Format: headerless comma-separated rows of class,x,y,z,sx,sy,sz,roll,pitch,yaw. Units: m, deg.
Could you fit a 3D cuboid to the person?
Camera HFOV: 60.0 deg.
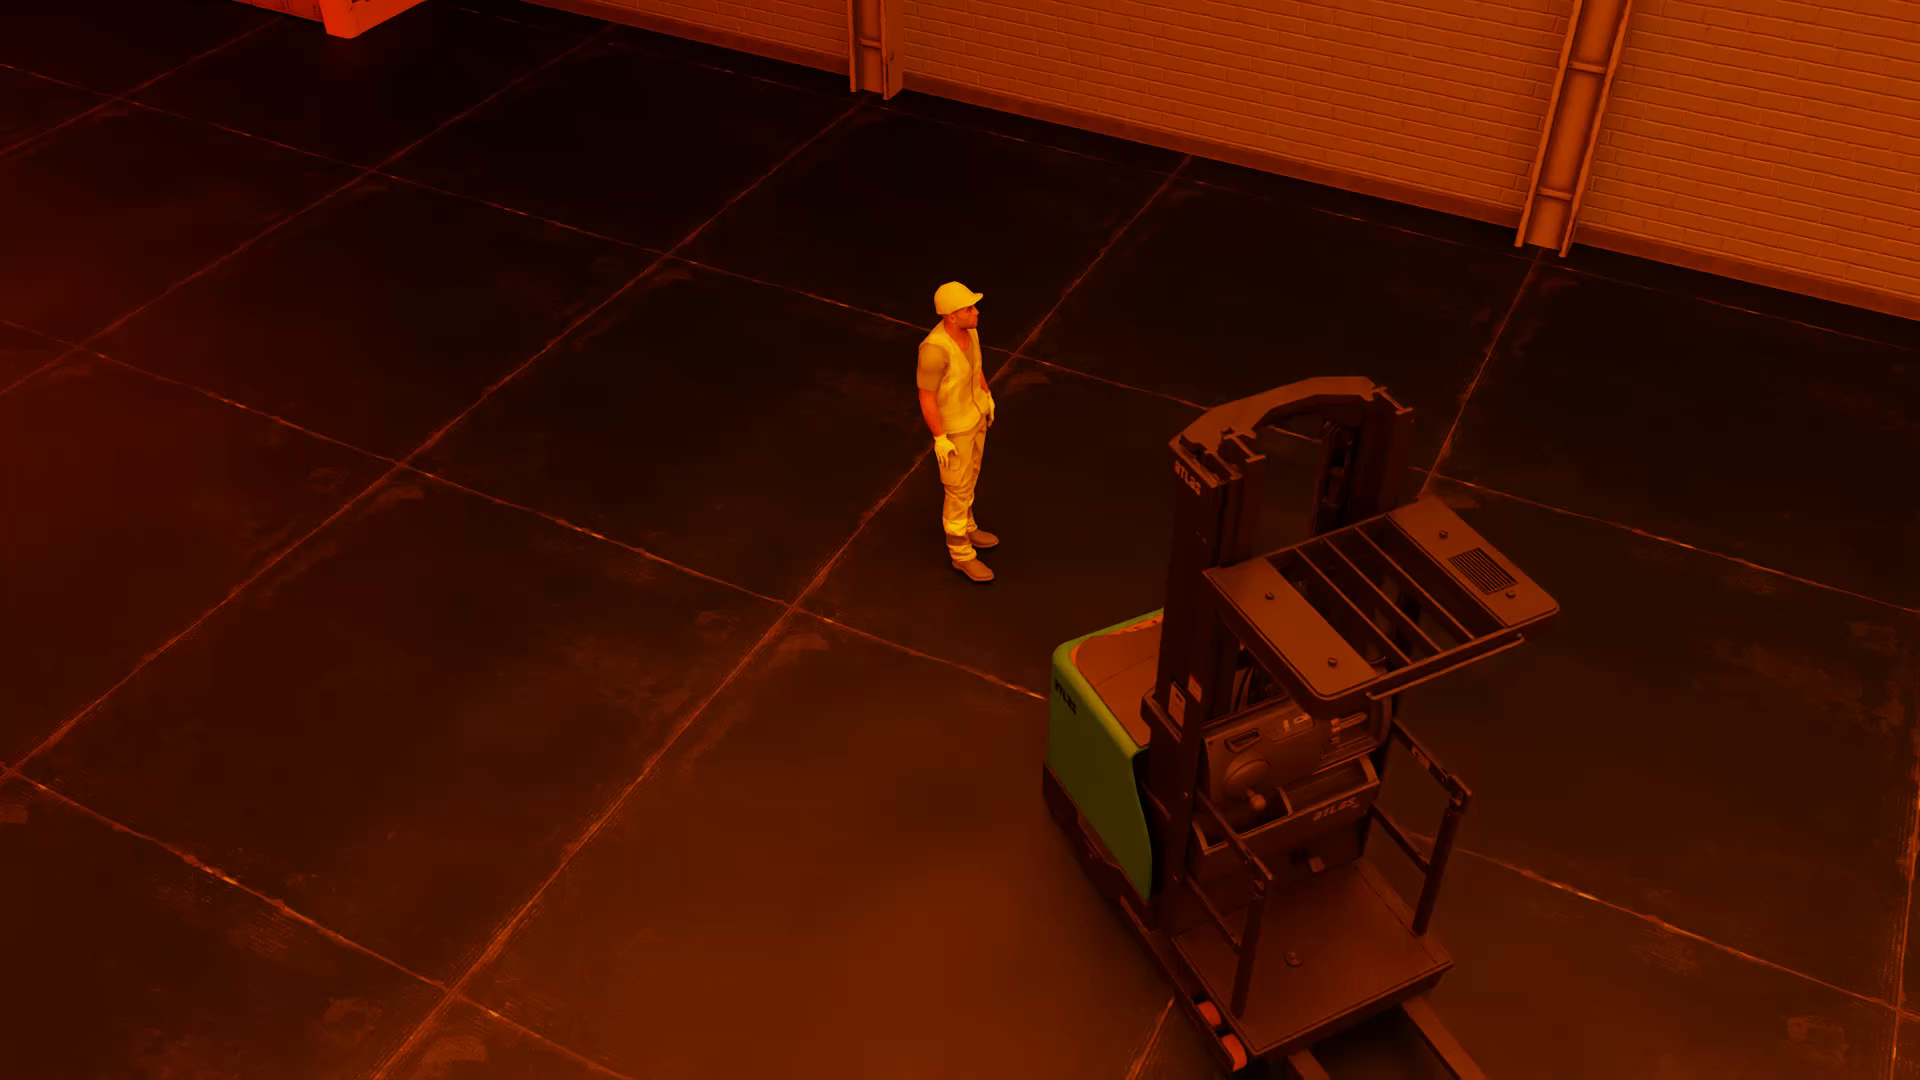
person,0.066,-0.660,9.645,0.564,1.787,0.638,18,43,21

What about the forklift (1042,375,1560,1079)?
forklift,1.531,0.925,6.888,1.130,2.935,3.031,-18,43,-20
